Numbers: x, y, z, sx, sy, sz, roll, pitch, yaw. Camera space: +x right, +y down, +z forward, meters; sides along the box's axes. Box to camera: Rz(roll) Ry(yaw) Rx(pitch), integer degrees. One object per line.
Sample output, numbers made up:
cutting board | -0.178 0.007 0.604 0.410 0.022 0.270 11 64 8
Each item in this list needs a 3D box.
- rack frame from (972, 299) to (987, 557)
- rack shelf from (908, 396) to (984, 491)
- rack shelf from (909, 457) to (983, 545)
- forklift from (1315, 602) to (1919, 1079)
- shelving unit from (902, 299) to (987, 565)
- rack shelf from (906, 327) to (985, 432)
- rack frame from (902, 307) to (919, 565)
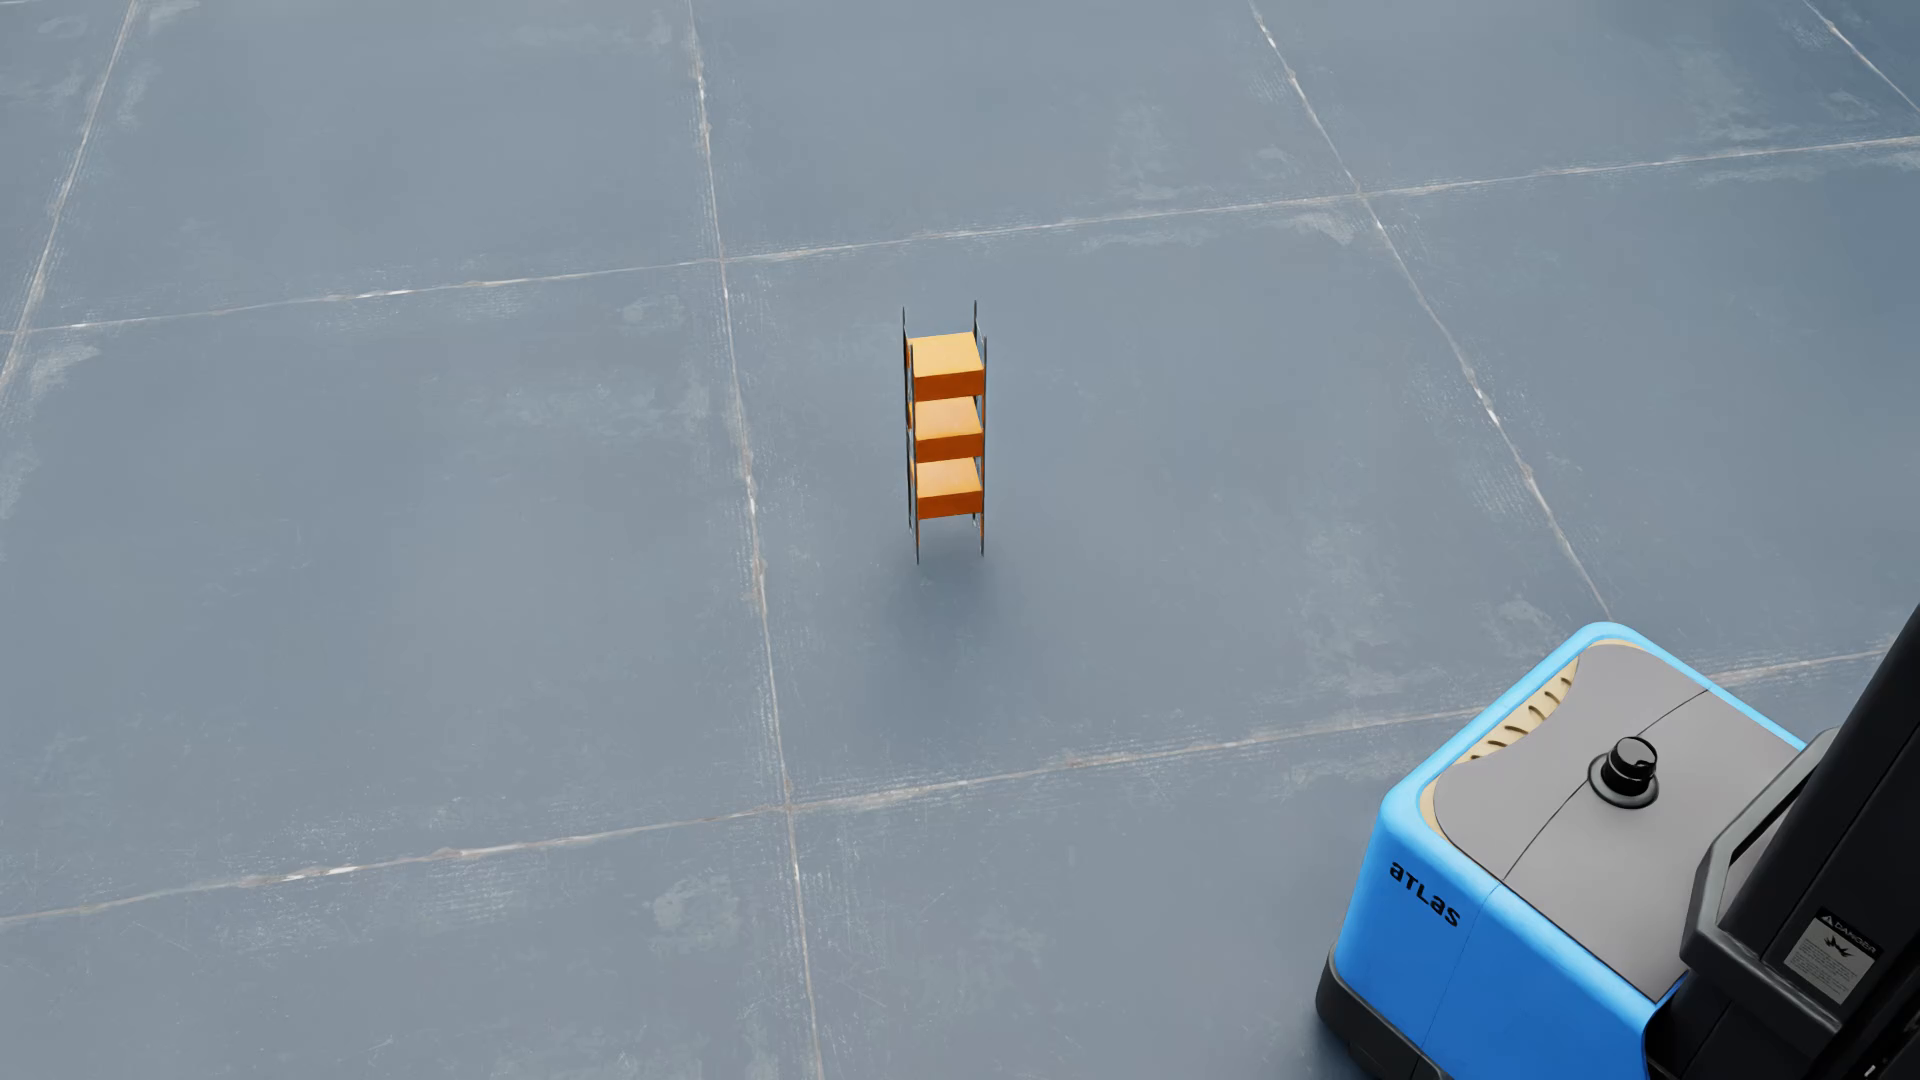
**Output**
rack frame | 0.067 -0.373 5.880 0.008 1.050 0.200 -7 46 -7
rack shelf | -0.053 -0.350 5.873 0.240 0.259 0.215 -7 46 -7
rack shelf | -0.053 -0.158 6.073 0.240 0.259 0.215 -7 46 -7
forklift | 2.382 0.956 3.293 1.130 2.935 3.031 -32 54 -27
shelving unit | -0.053 -0.358 5.866 0.252 1.050 0.215 -7 46 -7
rack shelf | -0.053 -0.547 5.669 0.240 0.259 0.215 -7 46 -7
rack frame | -0.173 -0.343 5.851 0.008 1.050 0.200 -7 46 -7
